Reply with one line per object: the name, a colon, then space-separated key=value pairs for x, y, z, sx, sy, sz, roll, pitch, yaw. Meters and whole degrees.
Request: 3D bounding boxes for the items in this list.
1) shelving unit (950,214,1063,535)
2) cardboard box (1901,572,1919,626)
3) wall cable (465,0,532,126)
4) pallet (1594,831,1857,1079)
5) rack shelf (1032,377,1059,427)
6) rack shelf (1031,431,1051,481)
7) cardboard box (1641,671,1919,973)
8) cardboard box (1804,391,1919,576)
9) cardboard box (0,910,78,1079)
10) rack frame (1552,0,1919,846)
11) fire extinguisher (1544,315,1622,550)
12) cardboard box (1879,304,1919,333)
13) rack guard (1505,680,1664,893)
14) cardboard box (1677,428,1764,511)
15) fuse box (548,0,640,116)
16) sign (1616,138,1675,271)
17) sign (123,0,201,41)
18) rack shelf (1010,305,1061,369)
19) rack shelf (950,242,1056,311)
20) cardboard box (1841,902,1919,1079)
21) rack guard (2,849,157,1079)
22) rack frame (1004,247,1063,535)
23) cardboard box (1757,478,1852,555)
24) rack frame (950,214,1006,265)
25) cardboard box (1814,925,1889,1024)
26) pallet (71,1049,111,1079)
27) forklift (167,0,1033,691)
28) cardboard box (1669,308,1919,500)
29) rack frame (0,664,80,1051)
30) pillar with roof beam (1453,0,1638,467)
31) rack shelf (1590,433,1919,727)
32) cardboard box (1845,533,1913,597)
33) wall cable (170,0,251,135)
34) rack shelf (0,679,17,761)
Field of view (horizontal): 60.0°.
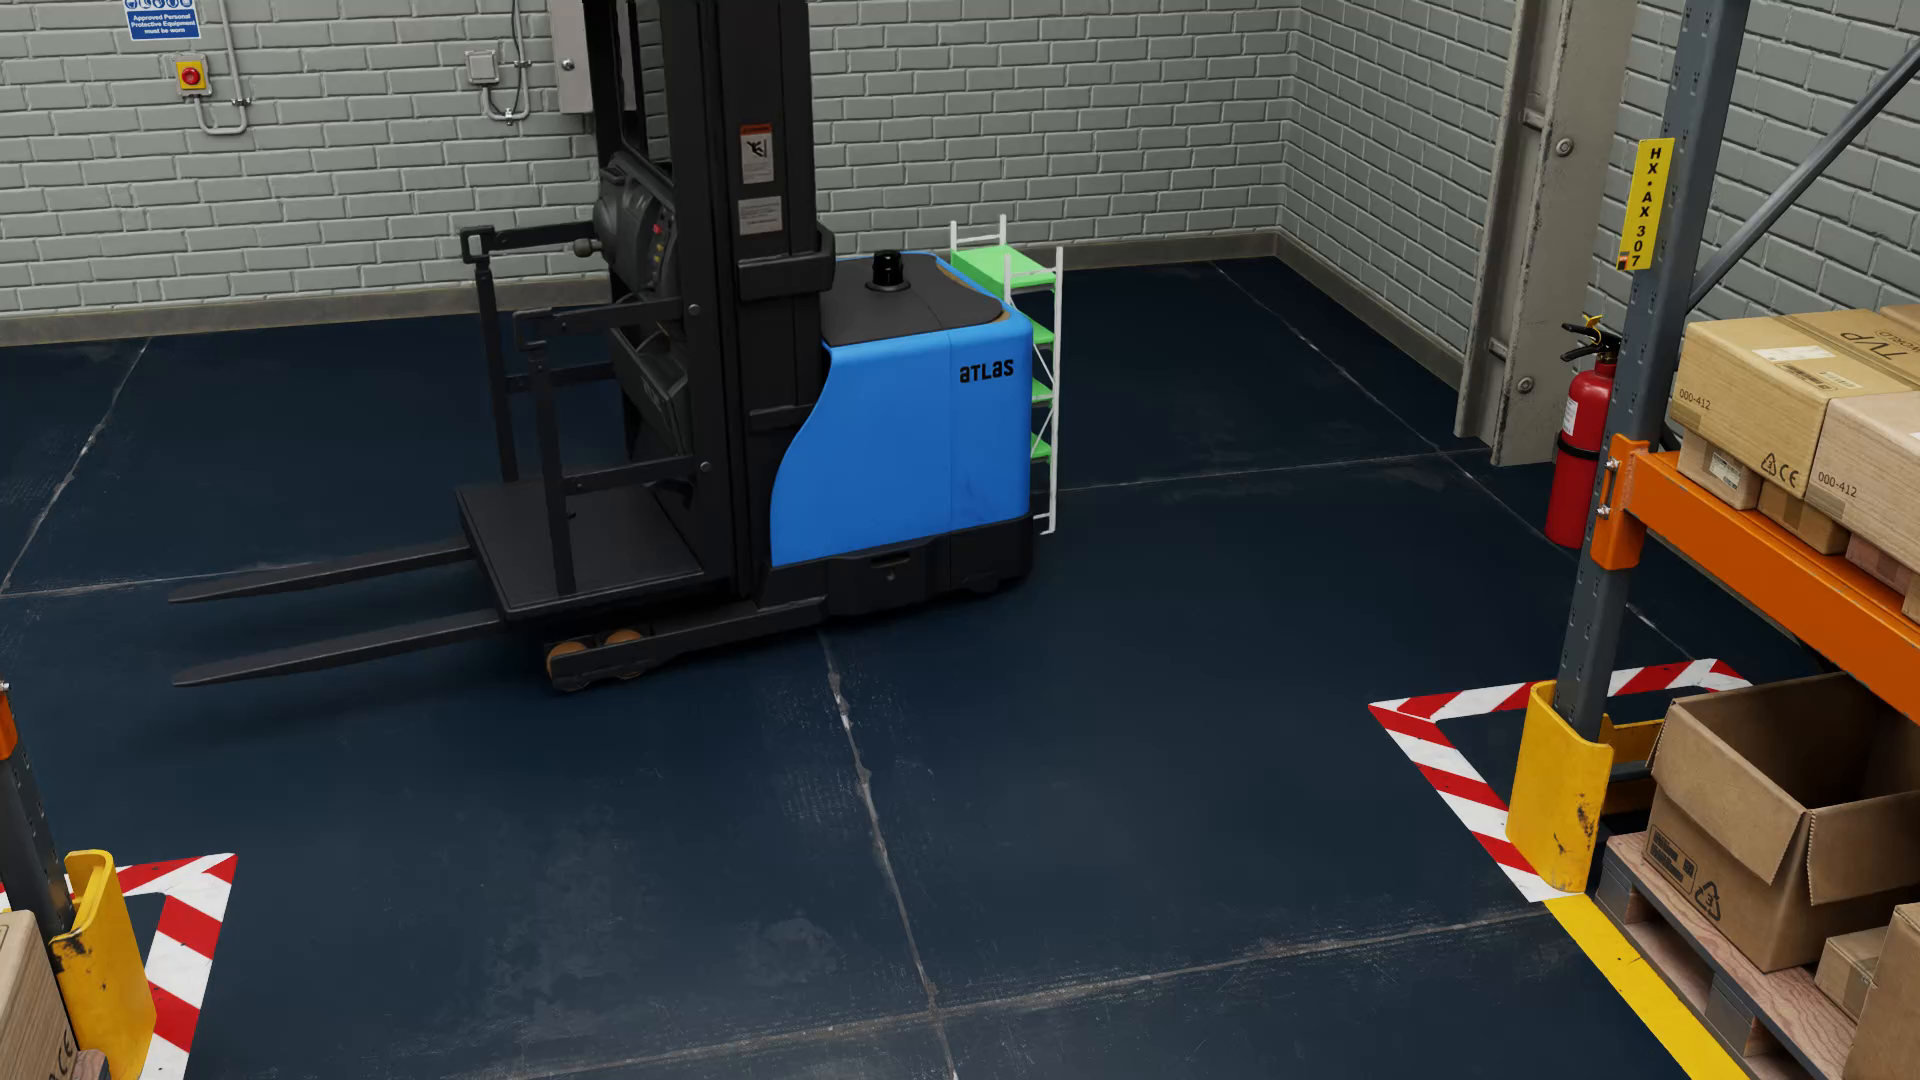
shelving unit: x=0.175 y=-0.648 z=6.702 sx=0.258 sy=1.200 sz=0.503 roll=-12 pitch=29 yaw=-22
cardboard box: x=2.216 y=0.128 z=3.445 sx=0.380 sy=0.149 sz=0.250 roll=-5 pitch=27 yaw=-10
wall cable: x=-2.533 y=-3.062 z=8.360 sx=0.588 sy=1.984 sz=0.122 roll=-6 pitch=27 yaw=-12
pallet: x=2.415 y=1.136 z=4.265 sx=1.003 sy=0.211 sz=1.213 roll=-6 pitch=27 yaw=-12
rack shelf: x=0.175 y=-0.591 z=6.731 sx=0.258 sy=0.148 sz=0.480 roll=-12 pitch=29 yaw=-22
rack shelf: x=0.175 y=-0.377 z=6.839 sx=0.258 sy=0.148 sz=0.480 roll=-12 pitch=29 yaw=-22
cardboard box: x=2.262 y=0.713 z=4.312 sx=0.797 sy=0.503 sz=0.637 roll=-7 pitch=28 yaw=-14
cardboard box: x=2.170 y=-0.110 z=3.475 sx=0.500 sy=0.250 sz=0.500 roll=-6 pitch=27 yaw=-11
cardboard box: x=-2.372 y=1.250 z=3.323 sx=0.875 sy=0.438 sz=0.875 roll=-7 pitch=28 yaw=-13
rack frame: x=2.217 y=-0.492 z=4.396 sx=1.000 sy=3.000 sz=0.127 roll=-6 pitch=27 yaw=-12
fire extinguisher: x=1.733 y=-0.309 z=4.532 sx=0.296 sy=0.674 sz=0.183 roll=-6 pitch=27 yaw=-12
cardboard box: x=2.579 y=-0.383 z=4.016 sx=0.500 sy=0.250 sz=0.500 roll=-5 pitch=27 yaw=-10
rack guard: x=2.234 y=0.657 z=4.893 sx=1.175 sy=0.500 sz=0.348 roll=-6 pitch=27 yaw=-12
cardboard box: x=2.024 y=-0.208 z=4.111 sx=0.380 sy=0.149 sz=0.250 roll=-6 pitch=27 yaw=-12
fuse box: x=-1.832 y=-2.033 z=8.879 sx=0.539 sy=1.711 sz=0.414 roll=-6 pitch=27 yaw=-12
sign: x=1.688 y=-0.823 z=4.091 sx=0.100 sy=0.325 sz=0.005 roll=-6 pitch=27 yaw=-12
sign: x=-3.973 y=-2.602 z=8.276 sx=0.327 sy=0.218 sz=0.001 roll=-6 pitch=27 yaw=-12
rack shelf: x=0.175 y=-0.805 z=6.623 sx=0.258 sy=0.148 sz=0.480 roll=-12 pitch=29 yaw=-22
rack shelf: x=0.175 y=-1.020 z=6.515 sx=0.258 sy=0.148 sz=0.480 roll=-12 pitch=29 yaw=-22
cardboard box: x=2.417 y=1.094 z=3.562 sx=0.700 sy=0.500 sz=0.500 roll=-5 pitch=27 yaw=-9
rack guard: x=-2.624 y=1.119 z=3.978 sx=1.175 sy=0.500 sz=0.348 roll=-6 pitch=27 yaw=-12
rack frame: x=0.277 y=-0.548 z=6.505 sx=0.240 sy=1.200 sz=0.015 roll=-12 pitch=29 yaw=-22
cardboard box: x=2.126 y=-0.101 z=3.899 sx=0.380 sy=0.149 sz=0.250 roll=-5 pitch=27 yaw=-10
rack frame: x=0.073 y=-0.748 z=6.900 sx=0.240 sy=1.200 sz=0.015 roll=-12 pitch=29 yaw=-22
cardboard box: x=2.320 y=1.062 z=4.015 sx=0.380 sy=0.149 sz=0.250 roll=-7 pitch=28 yaw=-14
pallet: x=-2.362 y=1.602 z=3.342 sx=1.003 sy=0.211 sz=1.213 roll=-6 pitch=27 yaw=-12
forklift: x=-1.284 y=-1.060 z=5.598 sx=3.031 sy=2.935 sz=1.130 roll=-11 pitch=29 yaw=-21
cardboard box: x=2.057 y=-0.331 z=3.914 sx=0.500 sy=0.250 sz=0.500 roll=-6 pitch=27 yaw=-11
rack frame: x=-2.618 y=0.014 z=3.394 sx=1.000 sy=3.000 sz=0.127 roll=-6 pitch=27 yaw=-12
pillar with roof beam: x=-1.707 y=-4.008 z=4.704 sx=9.100 sy=9.000 sz=0.400 roll=-6 pitch=27 yaw=-12
rack shelf: x=2.668 y=0.707 z=2.818 sx=1.077 sy=0.370 sz=4.000 roll=-6 pitch=27 yaw=-12
cardboard box: x=2.219 y=0.011 z=3.678 sx=0.380 sy=0.149 sz=0.250 roll=-6 pitch=27 yaw=-12
wall cable: x=-3.912 y=-2.927 z=8.057 sx=0.585 sy=1.953 sz=0.123 roll=-6 pitch=27 yaw=-12
rack shelf: x=-2.168 y=1.213 z=1.816 sx=1.077 sy=0.370 sz=4.000 roll=-6 pitch=27 yaw=-12
